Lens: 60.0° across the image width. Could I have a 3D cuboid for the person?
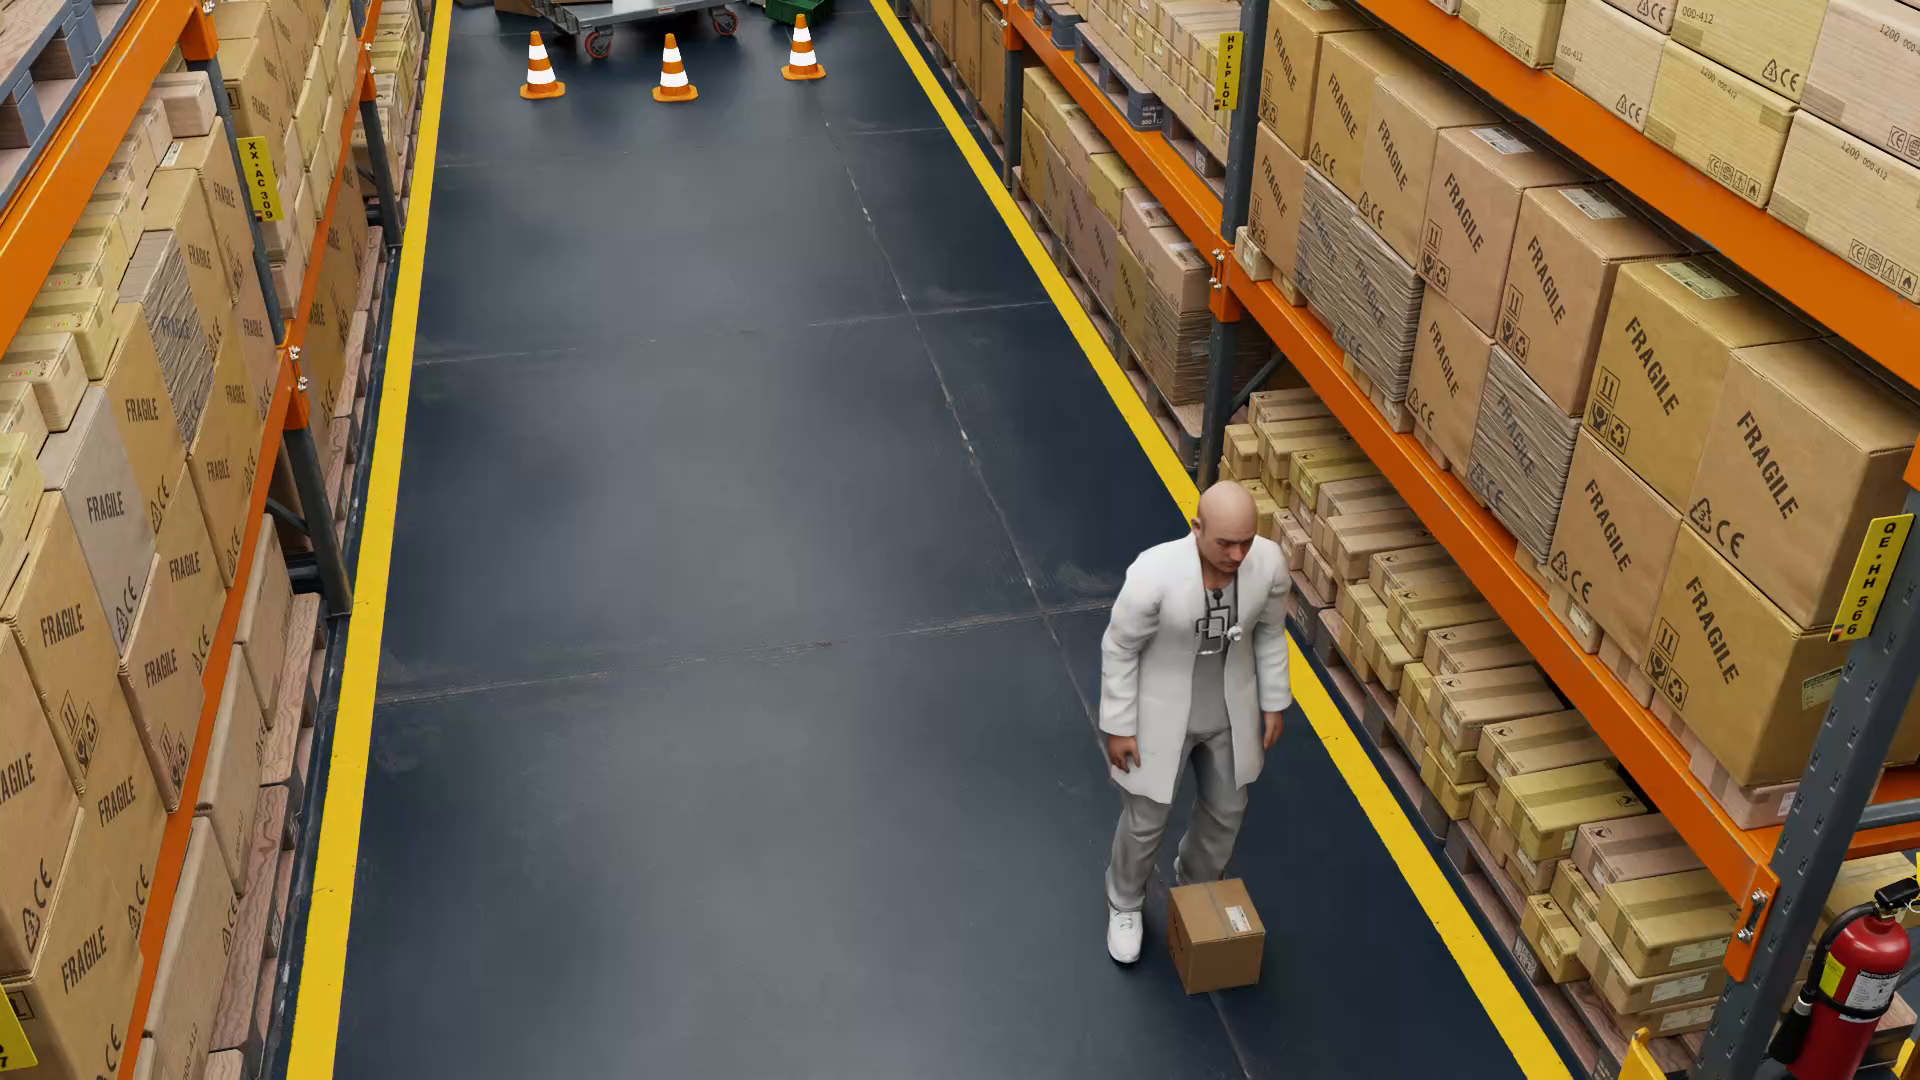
[{"bbox_3d":[0.750,0.562,5.319,0.643,1.775,0.426,-8,35,-12],"label":"person"}]
